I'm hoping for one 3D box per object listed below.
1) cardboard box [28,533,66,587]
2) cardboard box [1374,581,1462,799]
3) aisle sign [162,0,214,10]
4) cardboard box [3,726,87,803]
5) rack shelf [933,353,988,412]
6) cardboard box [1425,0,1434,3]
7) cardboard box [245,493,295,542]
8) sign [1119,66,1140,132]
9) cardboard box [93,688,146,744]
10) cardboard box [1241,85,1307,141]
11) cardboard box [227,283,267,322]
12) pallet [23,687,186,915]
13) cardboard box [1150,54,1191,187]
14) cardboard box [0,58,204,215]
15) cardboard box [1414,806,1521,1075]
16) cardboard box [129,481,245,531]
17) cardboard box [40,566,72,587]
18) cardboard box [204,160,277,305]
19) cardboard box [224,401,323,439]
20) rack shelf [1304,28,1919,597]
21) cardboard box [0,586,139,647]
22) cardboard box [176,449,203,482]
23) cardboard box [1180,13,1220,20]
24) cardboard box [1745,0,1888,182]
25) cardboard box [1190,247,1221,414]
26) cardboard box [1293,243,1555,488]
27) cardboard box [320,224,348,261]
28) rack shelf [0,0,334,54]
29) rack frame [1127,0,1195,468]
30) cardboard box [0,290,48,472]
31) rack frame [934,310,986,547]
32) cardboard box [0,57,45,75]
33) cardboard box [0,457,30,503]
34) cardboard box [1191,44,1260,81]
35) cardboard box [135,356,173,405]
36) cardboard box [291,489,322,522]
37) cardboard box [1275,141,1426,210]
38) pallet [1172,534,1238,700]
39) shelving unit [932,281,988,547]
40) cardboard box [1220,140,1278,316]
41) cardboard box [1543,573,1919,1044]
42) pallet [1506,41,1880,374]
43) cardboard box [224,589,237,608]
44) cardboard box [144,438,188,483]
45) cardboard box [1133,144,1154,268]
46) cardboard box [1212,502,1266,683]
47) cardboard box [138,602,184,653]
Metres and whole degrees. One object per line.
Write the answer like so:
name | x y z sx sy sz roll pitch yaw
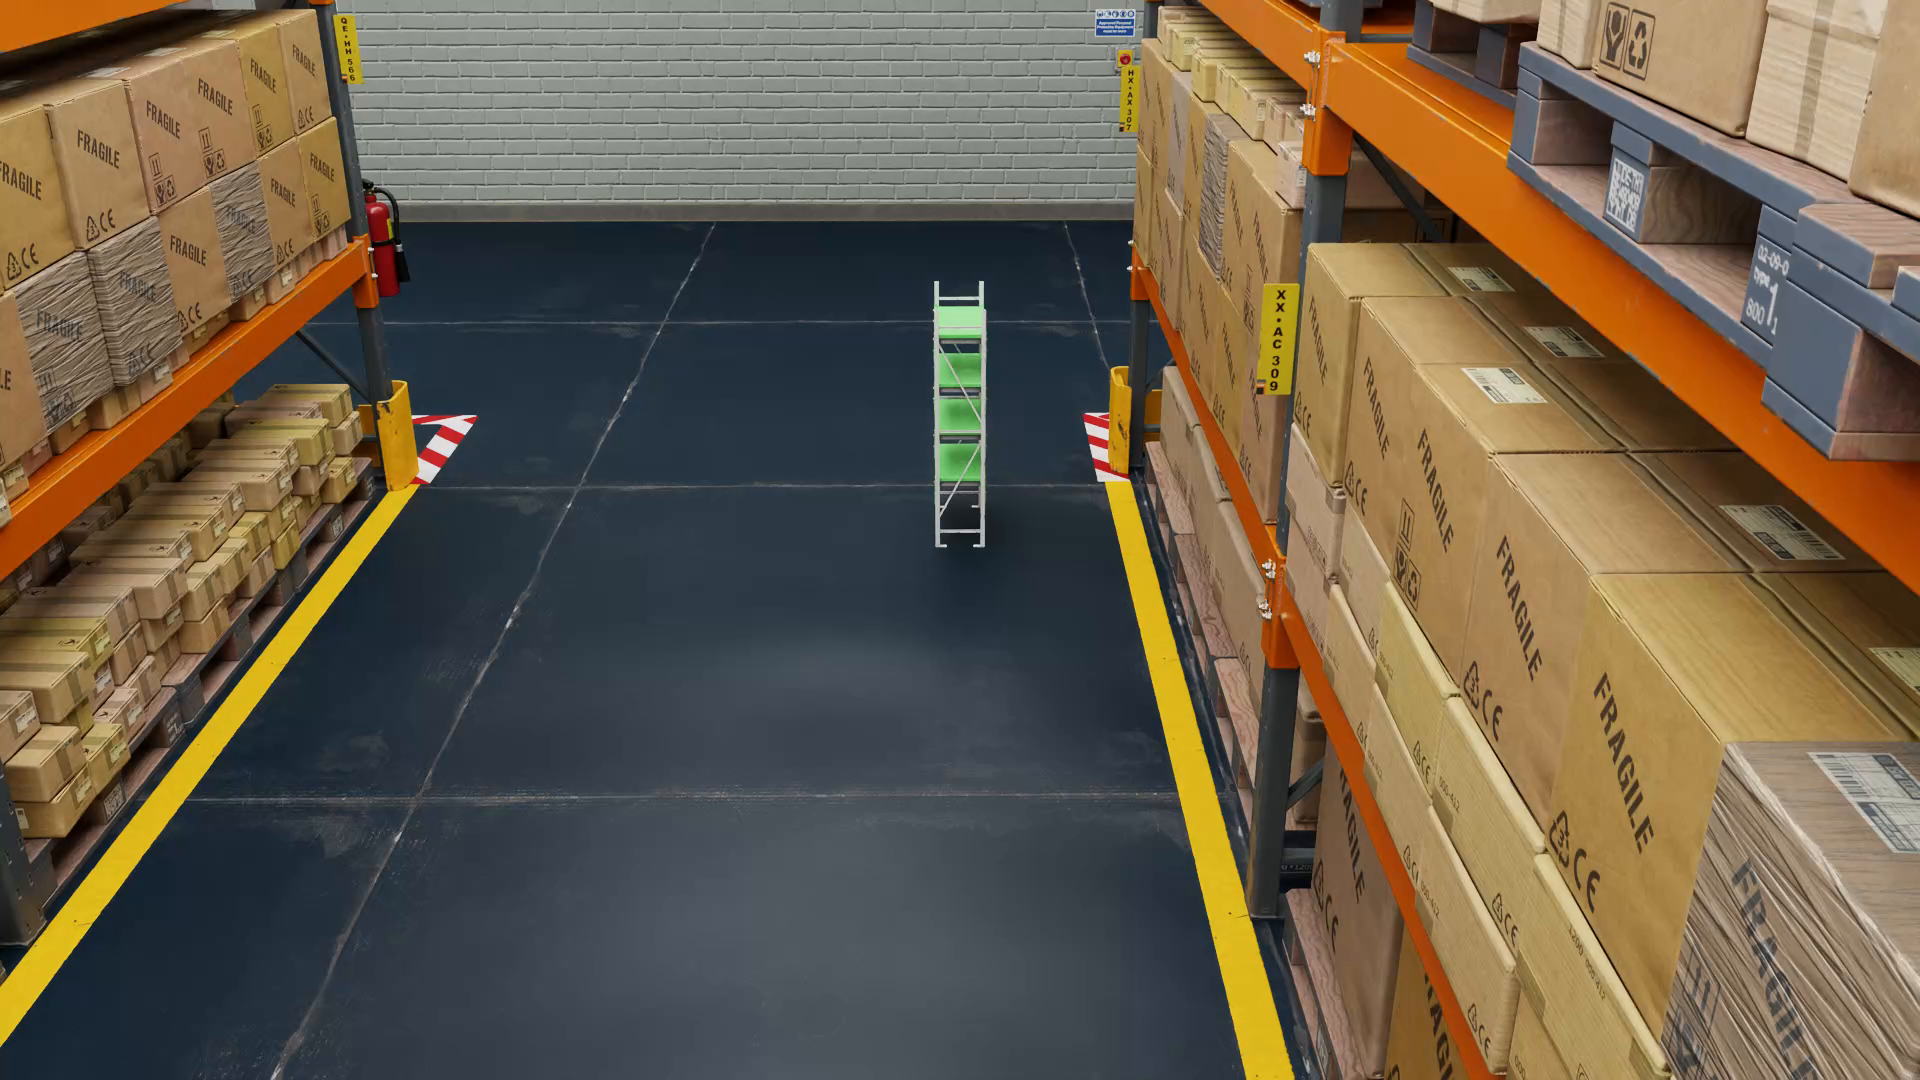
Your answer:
cardboard box | -3.845 0.078 6.666 0.380 0.149 0.250 -1 24 -2
cardboard box | 1.191 0.306 3.510 0.500 0.250 0.500 0 24 0
aisle sign | -3.837 -2.938 7.951 0.394 0.787 0.004 0 24 -1
cardboard box | -3.177 0.745 5.552 0.380 0.149 0.250 1 24 2
rack shelf | -0.002 -0.775 8.081 0.258 0.148 0.480 0 24 -1
cardboard box | 1.175 -1.379 3.389 0.500 0.500 0.500 -1 24 -2
cardboard box | -3.219 -0.109 7.440 0.380 0.149 0.250 0 24 0
sign | 0.857 -2.219 8.370 0.100 0.325 0.005 0 24 -1
cardboard box | -3.233 0.668 6.083 0.380 0.149 0.250 0 24 -1
cardboard box | 1.187 -1.482 5.764 0.380 0.149 0.250 0 24 -1
cardboard box | -3.268 -1.057 7.253 0.380 0.149 0.250 -1 24 -3
pallet | -3.536 0.918 5.965 1.003 0.211 1.213 0 24 -1
cardboard box | 1.145 -1.878 7.427 0.500 0.500 0.500 -1 24 -2
cardboard box | -3.254 -1.533 6.304 0.500 0.500 0.500 -1 24 -2
cardboard box | 1.190 0.741 3.153 0.500 0.250 0.500 -1 24 -1
cardboard box | -3.312 -0.135 7.136 0.380 0.149 0.250 -1 24 -2
cardboard box | -3.760 0.226 6.698 0.380 0.149 0.250 -1 24 -3
cardboard box | -3.259 -1.301 7.003 0.500 0.500 0.500 0 24 0
cardboard box | -3.332 -0.567 8.092 0.380 0.149 0.250 0 24 0
rack shelf | 1.478 -0.355 2.628 1.077 0.370 4.000 0 24 -1
cardboard box | -3.311 0.292 6.192 0.380 0.149 0.250 -1 24 -2
cardboard box | -3.750 -0.322 7.911 0.380 0.149 0.250 0 24 0
cardboard box | 1.213 -2.330 7.640 0.380 0.149 0.250 0 24 1
cardboard box | 1.134 -0.555 1.850 0.396 0.266 0.258 -1 24 -2
cardboard box | 1.164 -0.795 6.246 0.500 0.500 0.500 -1 24 -1
cardboard box | 1.173 -0.459 4.290 0.500 0.500 0.500 0 24 0
cardboard box | -3.250 -1.477 8.181 0.380 0.149 0.250 0 24 0
rack shelf | -3.515 -1.939 6.131 1.077 0.370 4.000 0 24 -1
rack frame | 1.412 -1.789 8.564 1.000 3.000 0.127 0 24 -1
cardboard box | -3.246 -0.463 5.151 0.500 0.500 0.500 -1 24 -2
rack frame | 0.001 -0.514 7.931 0.240 1.200 0.015 0 24 -1
cardboard box | -3.793 -1.543 6.326 0.500 0.500 0.500 -1 24 -2
cardboard box | -3.246 -0.186 5.327 0.380 0.149 0.250 0 24 1
cardboard box | 1.139 -1.903 6.696 0.380 0.149 0.250 0 24 0
cardboard box | -3.232 -0.623 6.291 0.380 0.149 0.250 1 24 2
cardboard box | -3.301 -0.186 7.972 0.380 0.149 0.250 0 24 -1
cardboard box | 1.134 -1.062 4.837 0.380 0.149 0.250 -1 24 -2
pallet | 1.509 0.313 7.303 1.003 0.211 1.213 0 24 -1
shelving unit | -0.002 -0.615 8.154 0.258 1.200 0.503 0 24 -1
cardboard box | 1.177 -1.044 5.583 0.500 0.500 0.500 -1 24 -1
cardboard box | 1.220 0.379 2.437 0.500 0.500 0.500 0 24 -1
pallet | 1.424 -0.499 2.301 1.003 0.211 1.213 1 24 2
cardboard box | -3.310 0.237 7.035 0.380 0.149 0.250 0 24 1
cardboard box | -3.787 -0.351 7.615 0.380 0.149 0.250 -1 24 -3
cardboard box | 1.130 -1.635 8.104 0.500 0.500 0.500 0 24 -1
cardboard box | 1.546 0.208 6.750 0.875 0.438 0.875 -1 24 -2
cardboard box | -3.288 0.316 6.500 0.380 0.149 0.250 1 24 2
